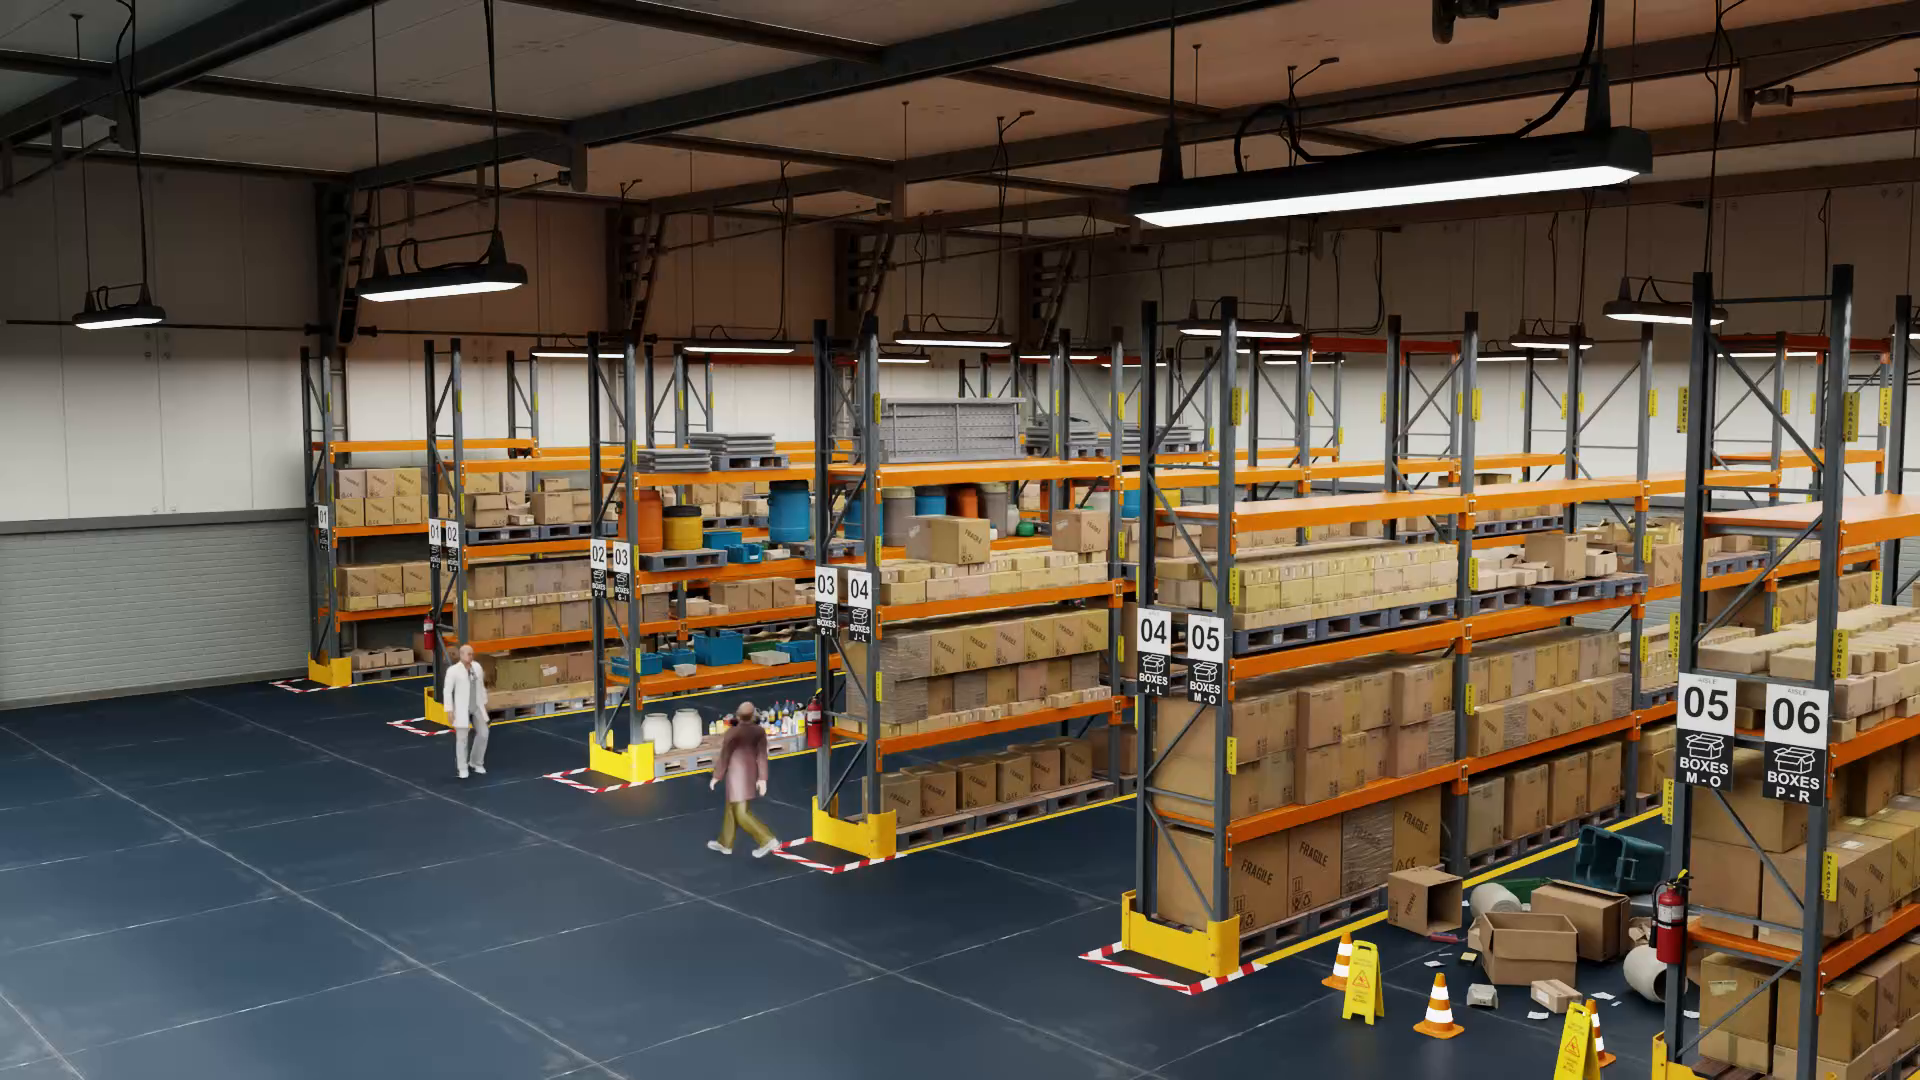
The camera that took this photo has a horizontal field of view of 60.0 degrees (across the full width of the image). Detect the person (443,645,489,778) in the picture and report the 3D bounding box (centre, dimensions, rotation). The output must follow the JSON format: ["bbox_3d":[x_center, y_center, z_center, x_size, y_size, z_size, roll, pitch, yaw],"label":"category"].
[{"bbox_3d":[-6.679,2.334,22.545,0.429,1.848,0.684,5,7,42],"label":"person"}]

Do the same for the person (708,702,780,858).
[{"bbox_3d":[-2.426,2.668,18.504,1.047,1.746,0.519,2,5,23],"label":"person"}]
